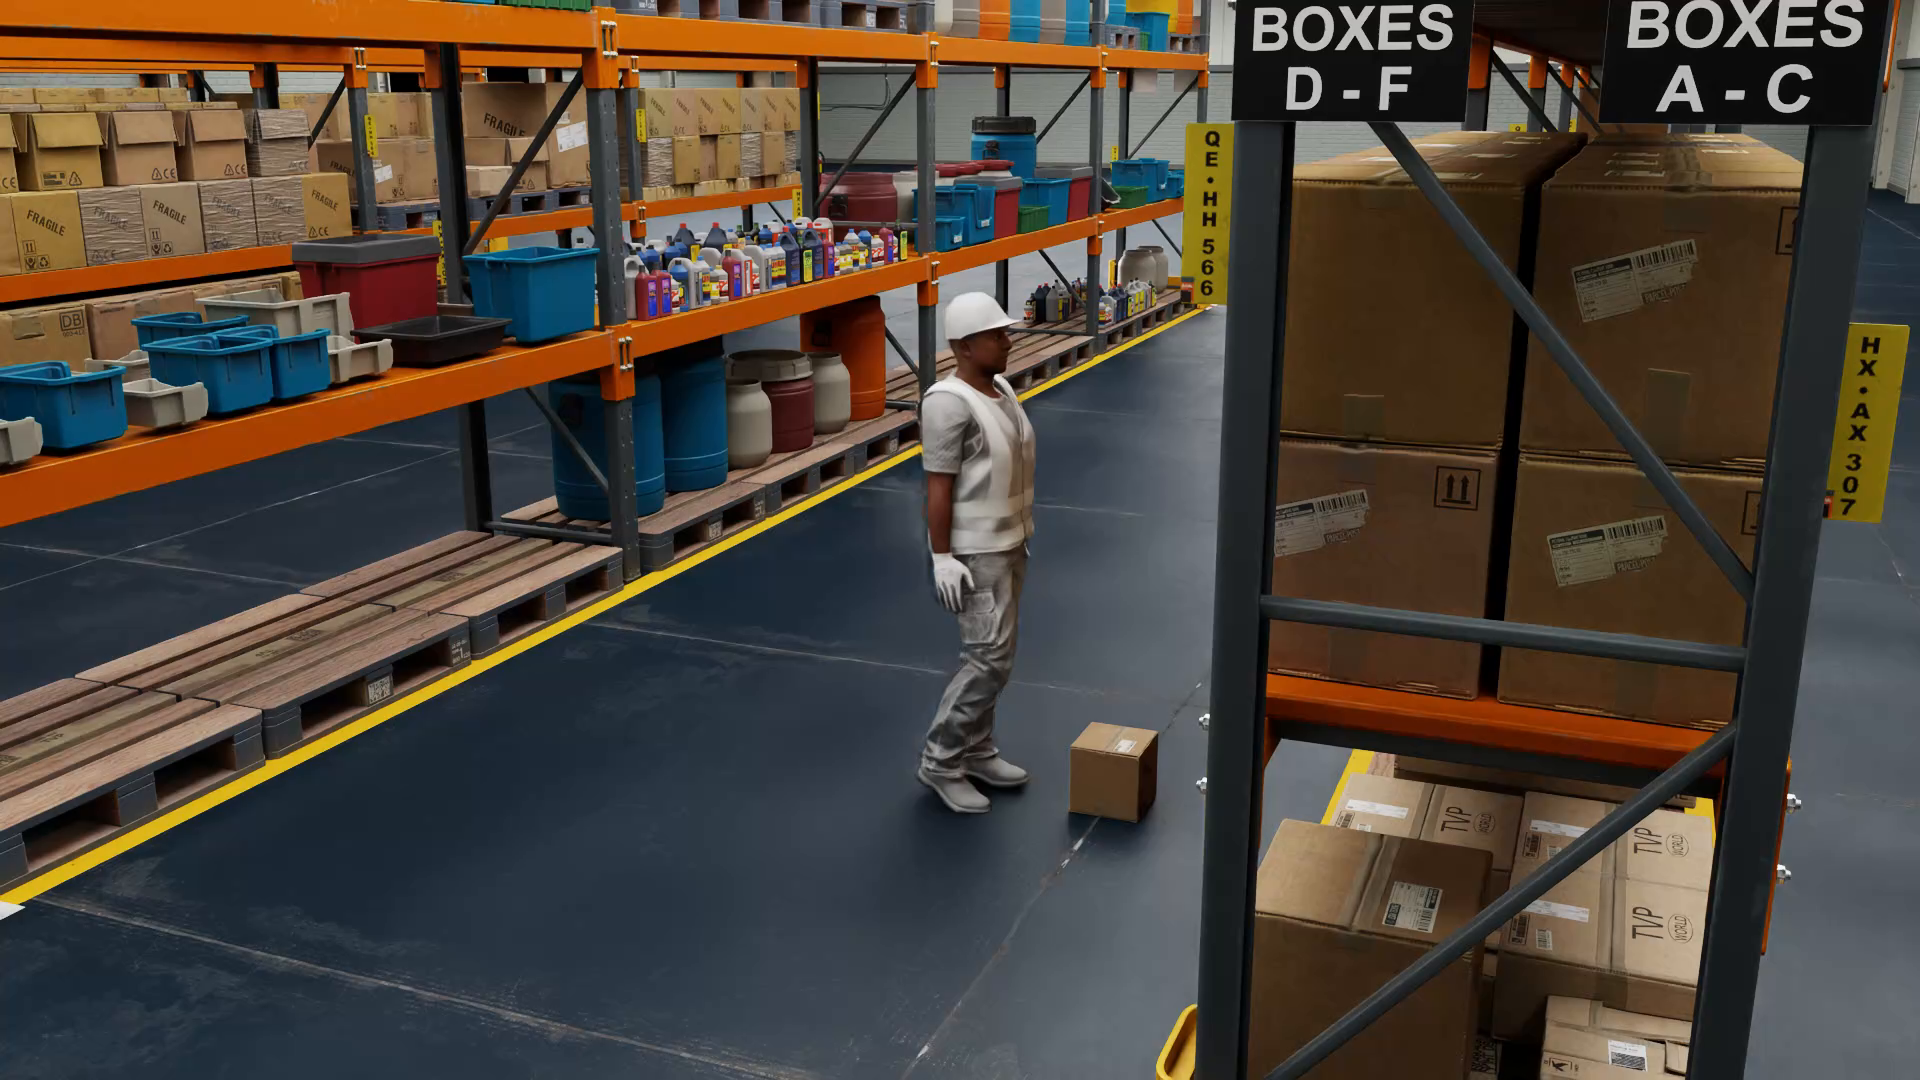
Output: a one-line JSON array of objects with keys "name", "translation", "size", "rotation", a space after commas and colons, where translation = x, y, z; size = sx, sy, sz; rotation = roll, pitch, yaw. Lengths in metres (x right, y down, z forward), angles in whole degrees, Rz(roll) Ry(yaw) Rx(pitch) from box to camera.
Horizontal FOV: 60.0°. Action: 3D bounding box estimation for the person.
[{"name": "person", "translation": [0.081, 0.029, 5.866], "size": [0.359, 1.794, 0.575], "rotation": [6, 16, 21]}]
